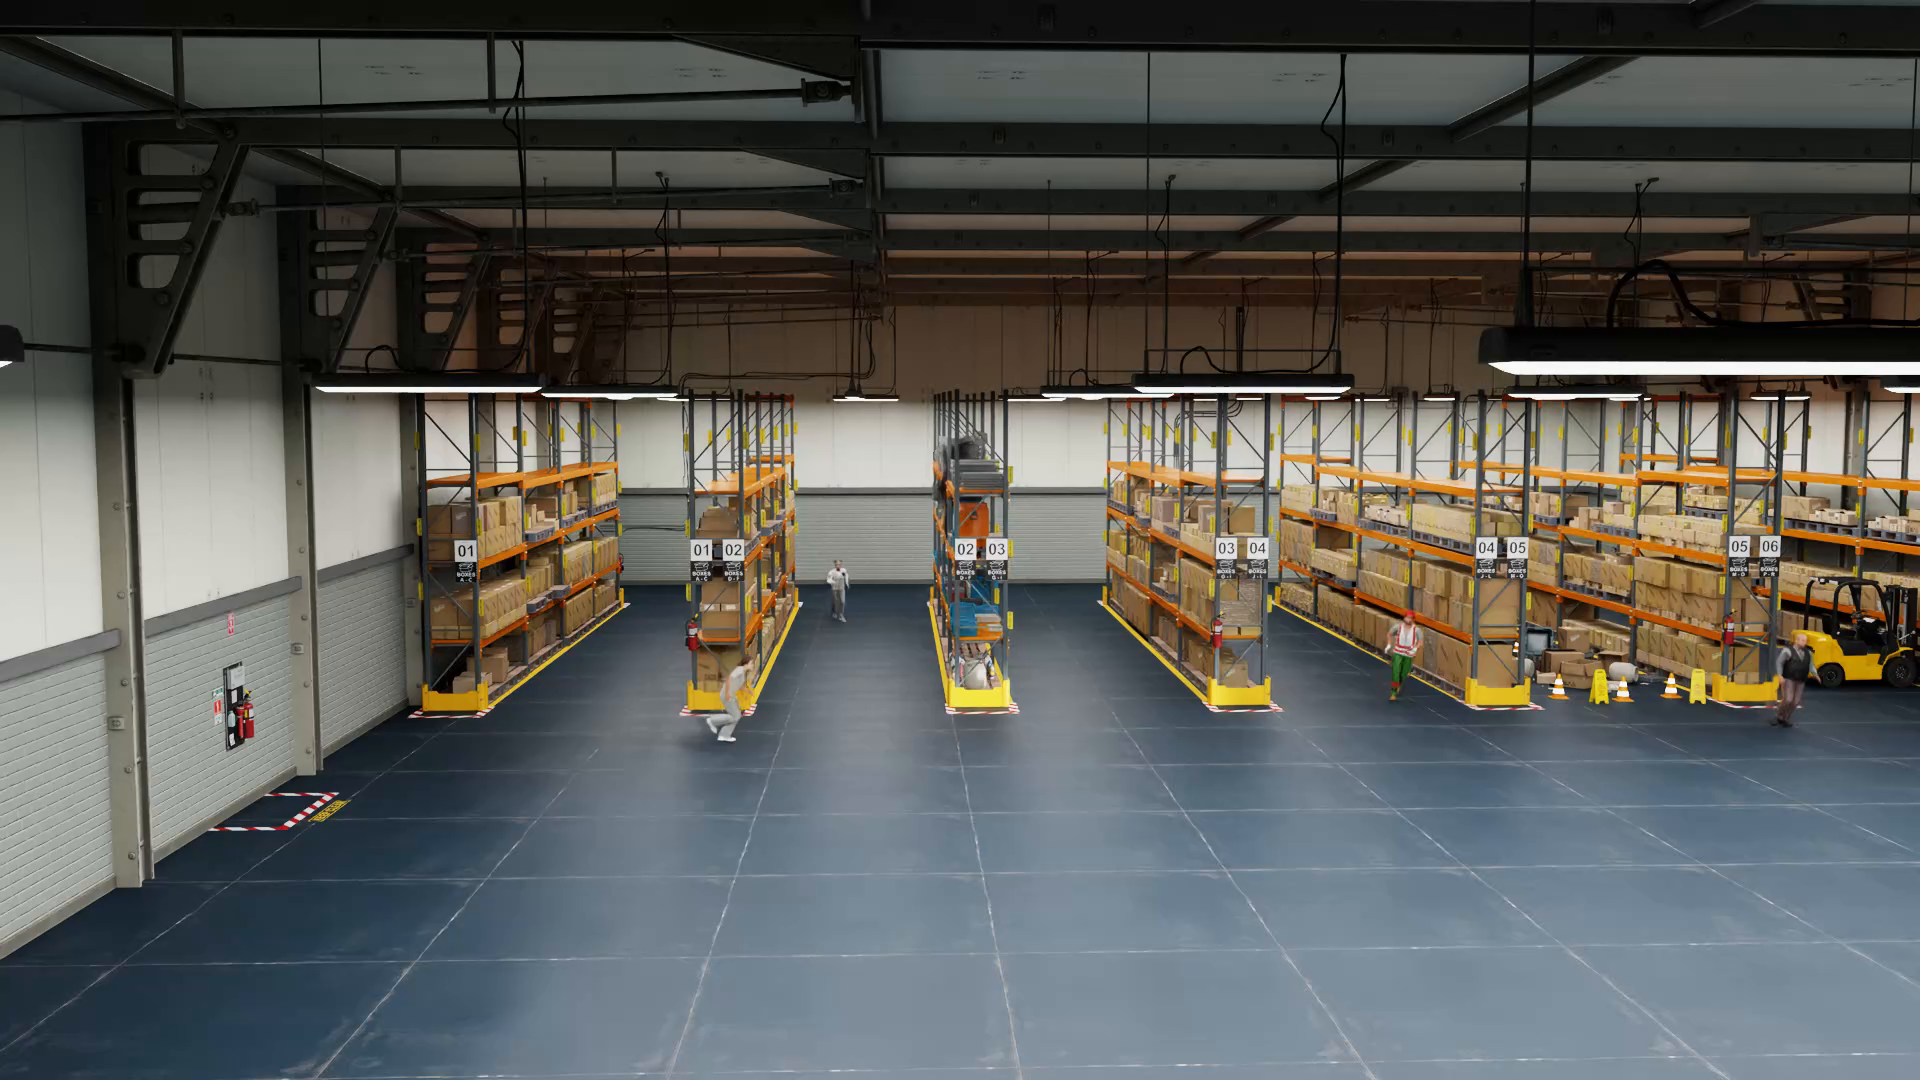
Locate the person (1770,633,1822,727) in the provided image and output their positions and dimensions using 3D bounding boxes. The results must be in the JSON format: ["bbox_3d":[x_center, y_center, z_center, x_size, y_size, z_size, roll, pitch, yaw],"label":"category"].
[{"bbox_3d":[14.696,2.481,29.280,0.710,1.679,0.681,-1,5,-9],"label":"person"}]

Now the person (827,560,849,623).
[{"bbox_3d":[-3.227,1.322,43.931,0.612,1.656,0.939,-1,5,-13],"label":"person"}]

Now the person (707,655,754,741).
[{"bbox_3d":[-3.900,2.692,28.210,0.819,1.490,0.582,0,5,4],"label":"person"}]

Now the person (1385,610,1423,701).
[{"bbox_3d":[8.605,2.218,32.239,0.726,1.736,0.875,1,5,13],"label":"person"}]
